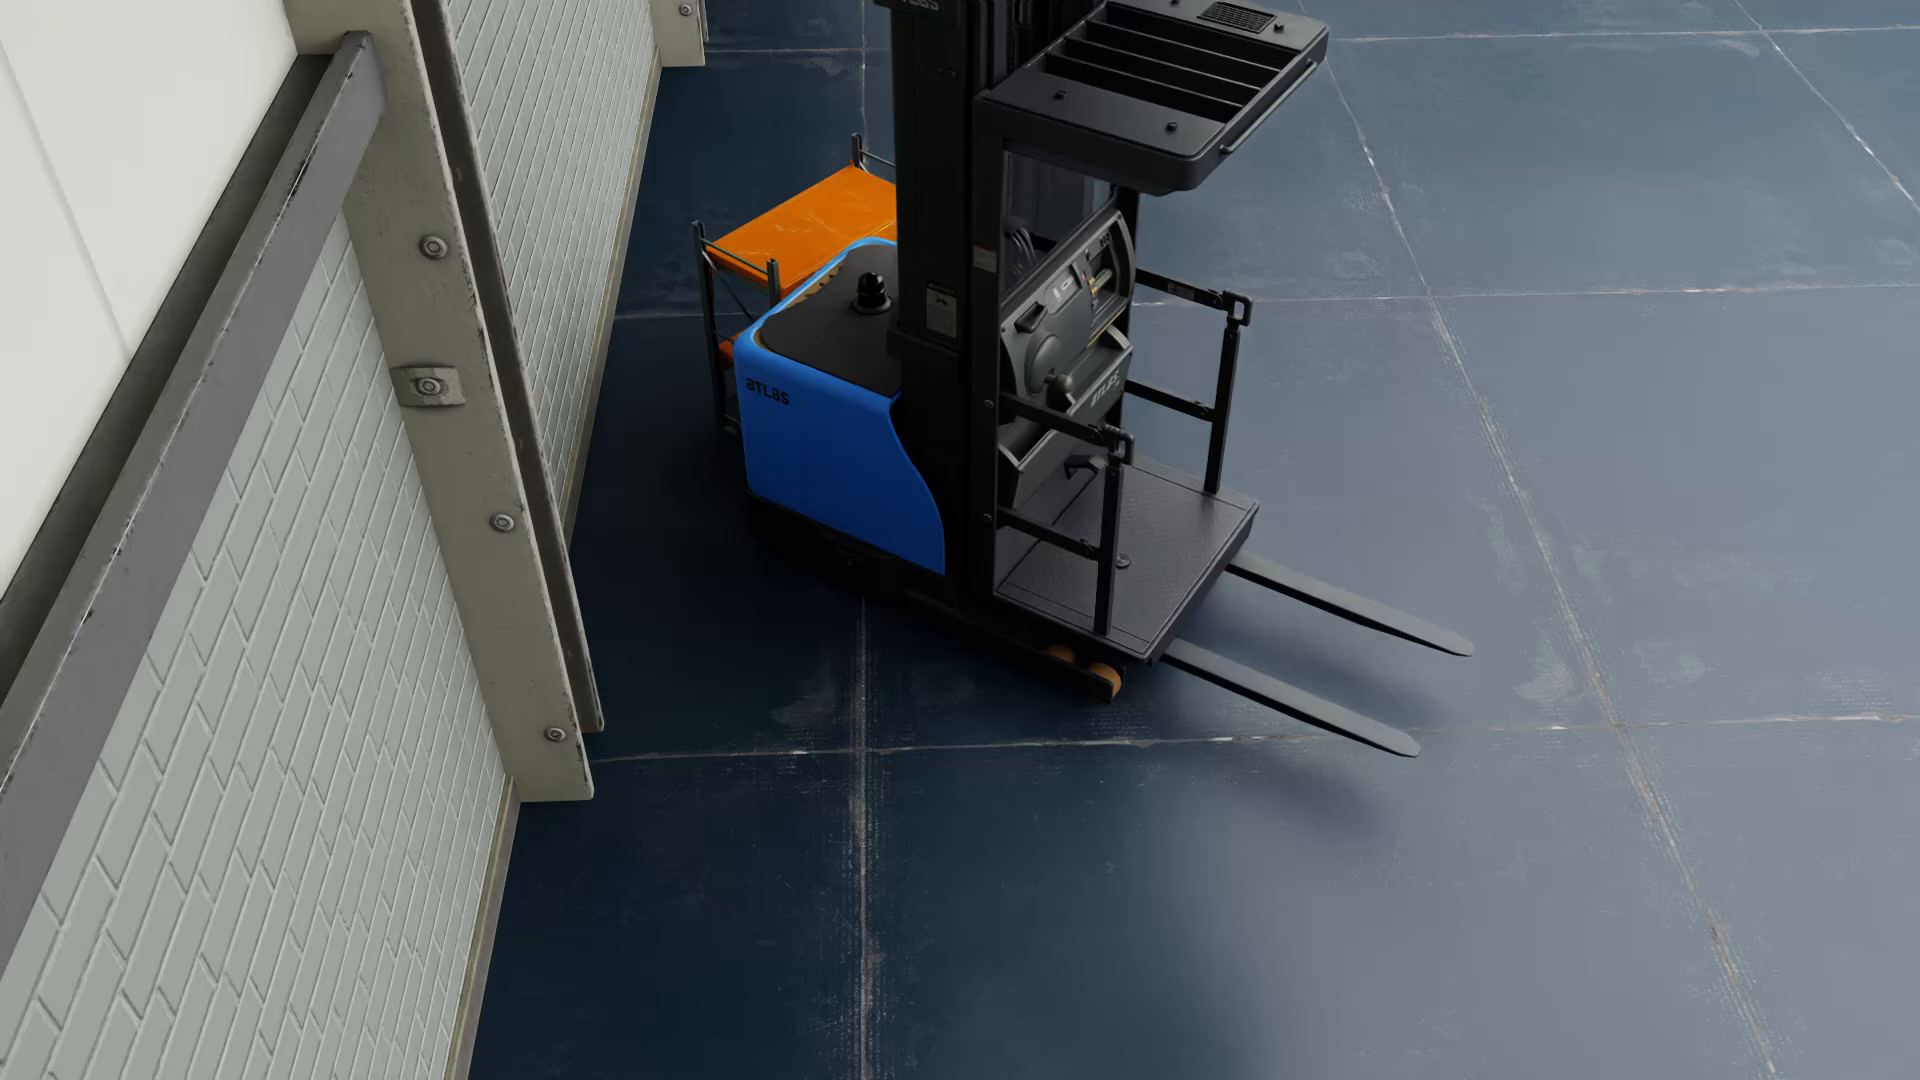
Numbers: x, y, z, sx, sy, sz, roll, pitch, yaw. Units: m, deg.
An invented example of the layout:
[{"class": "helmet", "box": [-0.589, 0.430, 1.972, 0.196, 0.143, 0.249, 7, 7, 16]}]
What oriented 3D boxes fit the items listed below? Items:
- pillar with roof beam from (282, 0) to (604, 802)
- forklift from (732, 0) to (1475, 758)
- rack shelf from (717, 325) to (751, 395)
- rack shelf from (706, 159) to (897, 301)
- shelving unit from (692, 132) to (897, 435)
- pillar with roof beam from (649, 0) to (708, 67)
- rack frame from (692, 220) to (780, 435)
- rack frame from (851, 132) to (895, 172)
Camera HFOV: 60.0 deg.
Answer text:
[{"class": "pillar with roof beam", "box": [2.741, -2.584, 3.559, 9.100, 9.000, 0.400, -2, 43, -2]}, {"class": "forklift", "box": [0.587, -0.838, 6.145, 3.031, 2.935, 1.130, 23, 47, 23]}, {"class": "rack shelf", "box": [-0.639, -0.946, 7.961, 0.538, 0.278, 1.000, 30, 50, 28]}, {"class": "rack shelf", "box": [-0.639, -1.342, 7.598, 0.538, 0.278, 1.000, 30, 50, 28]}, {"class": "shelving unit", "box": [-0.639, -1.126, 7.795, 0.538, 1.125, 1.048, 30, 50, 28]}, {"class": "pillar with roof beam", "box": [2.486, -6.634, 7.978, 9.100, 9.000, 0.400, -2, 43, -2]}, {"class": "rack frame", "box": [-0.968, -0.864, 7.510, 0.500, 1.125, 0.032, 30, 50, 28]}, {"class": "rack frame", "box": [-0.310, -1.388, 8.081, 0.500, 1.125, 0.032, 30, 50, 28]}]
